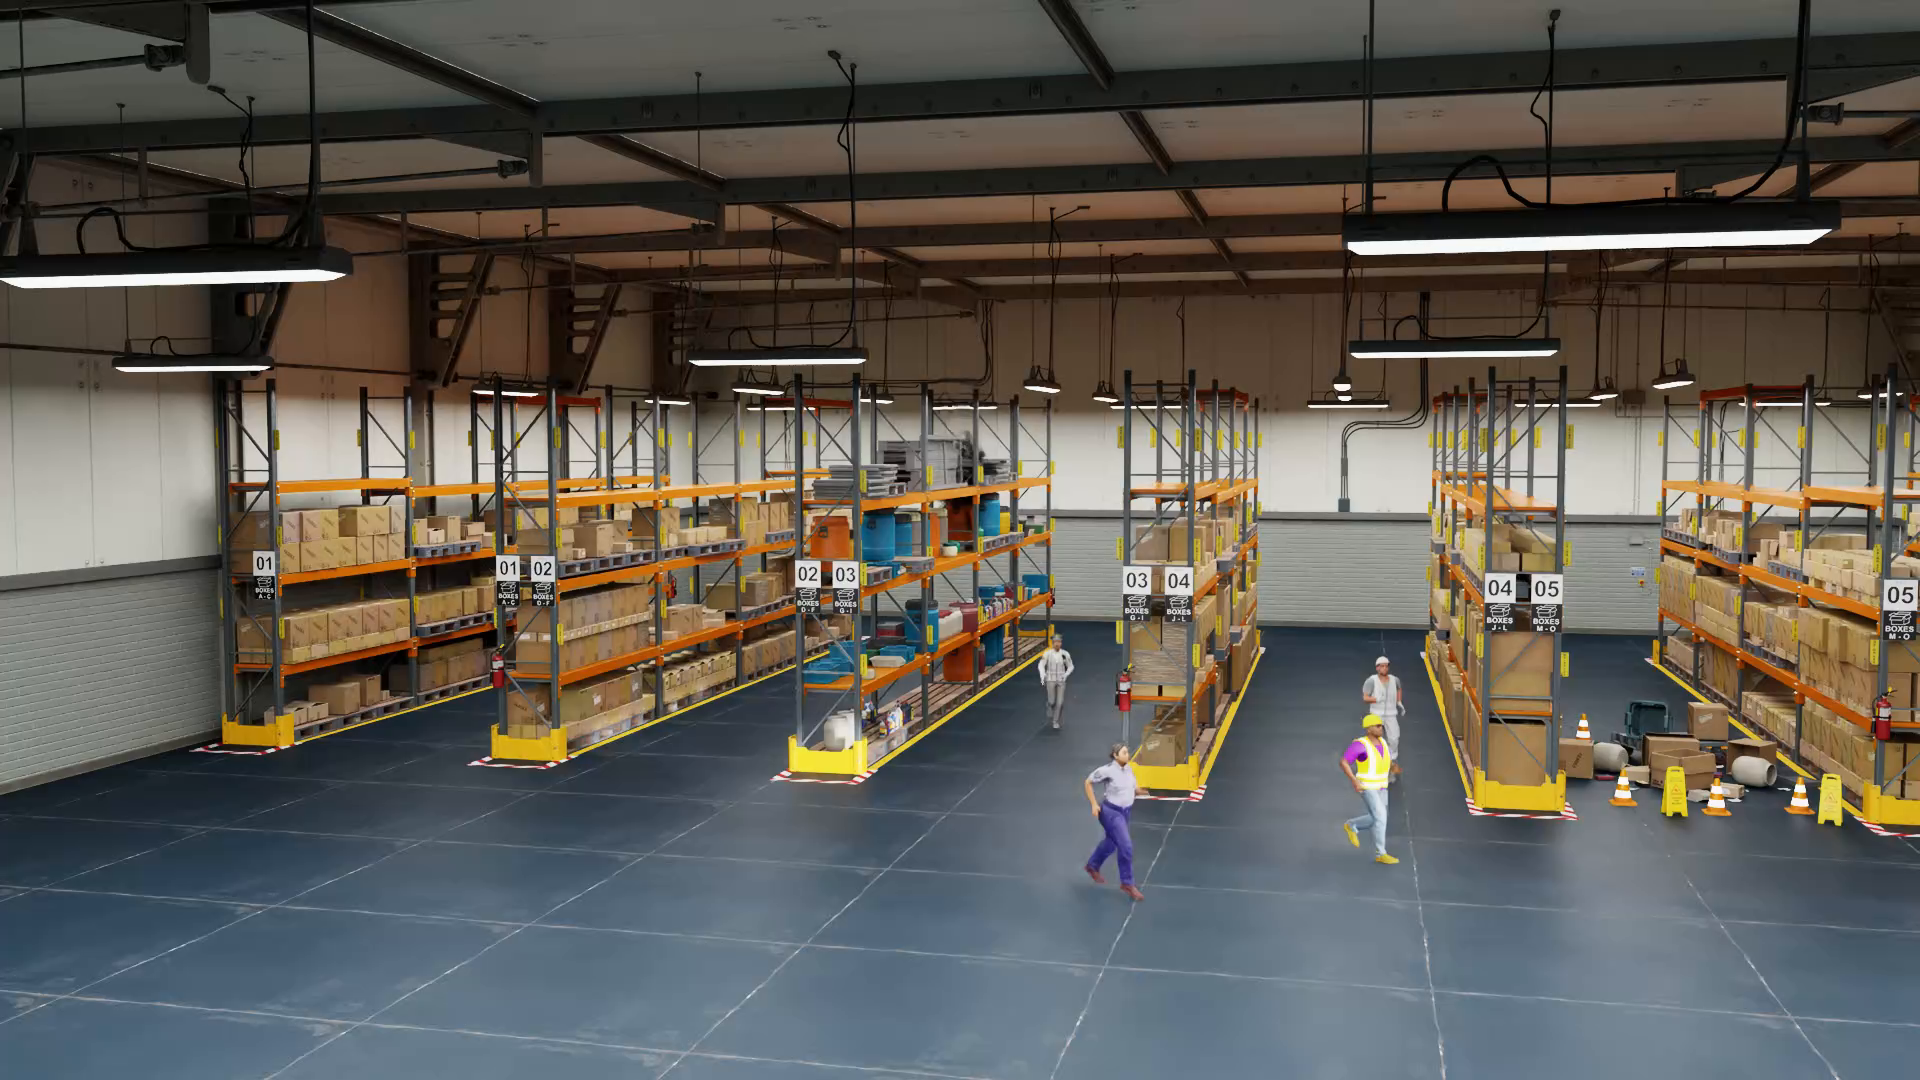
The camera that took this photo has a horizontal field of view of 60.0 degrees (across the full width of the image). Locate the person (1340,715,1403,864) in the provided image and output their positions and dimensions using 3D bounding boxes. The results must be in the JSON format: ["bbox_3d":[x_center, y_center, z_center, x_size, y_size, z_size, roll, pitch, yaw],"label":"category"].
[{"bbox_3d":[4.877,2.937,19.805,0.705,1.742,0.831,-3,4,-38],"label":"person"}]

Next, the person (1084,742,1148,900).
[{"bbox_3d":[1.702,3.067,18.375,0.855,1.694,0.580,3,4,37],"label":"person"}]

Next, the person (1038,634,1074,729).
[{"bbox_3d":[1.678,2.450,28.929,0.618,1.652,0.550,0,3,0],"label":"person"}]

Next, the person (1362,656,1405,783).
[{"bbox_3d":[6.246,2.636,24.510,0.643,1.845,0.774,0,3,3],"label":"person"}]
